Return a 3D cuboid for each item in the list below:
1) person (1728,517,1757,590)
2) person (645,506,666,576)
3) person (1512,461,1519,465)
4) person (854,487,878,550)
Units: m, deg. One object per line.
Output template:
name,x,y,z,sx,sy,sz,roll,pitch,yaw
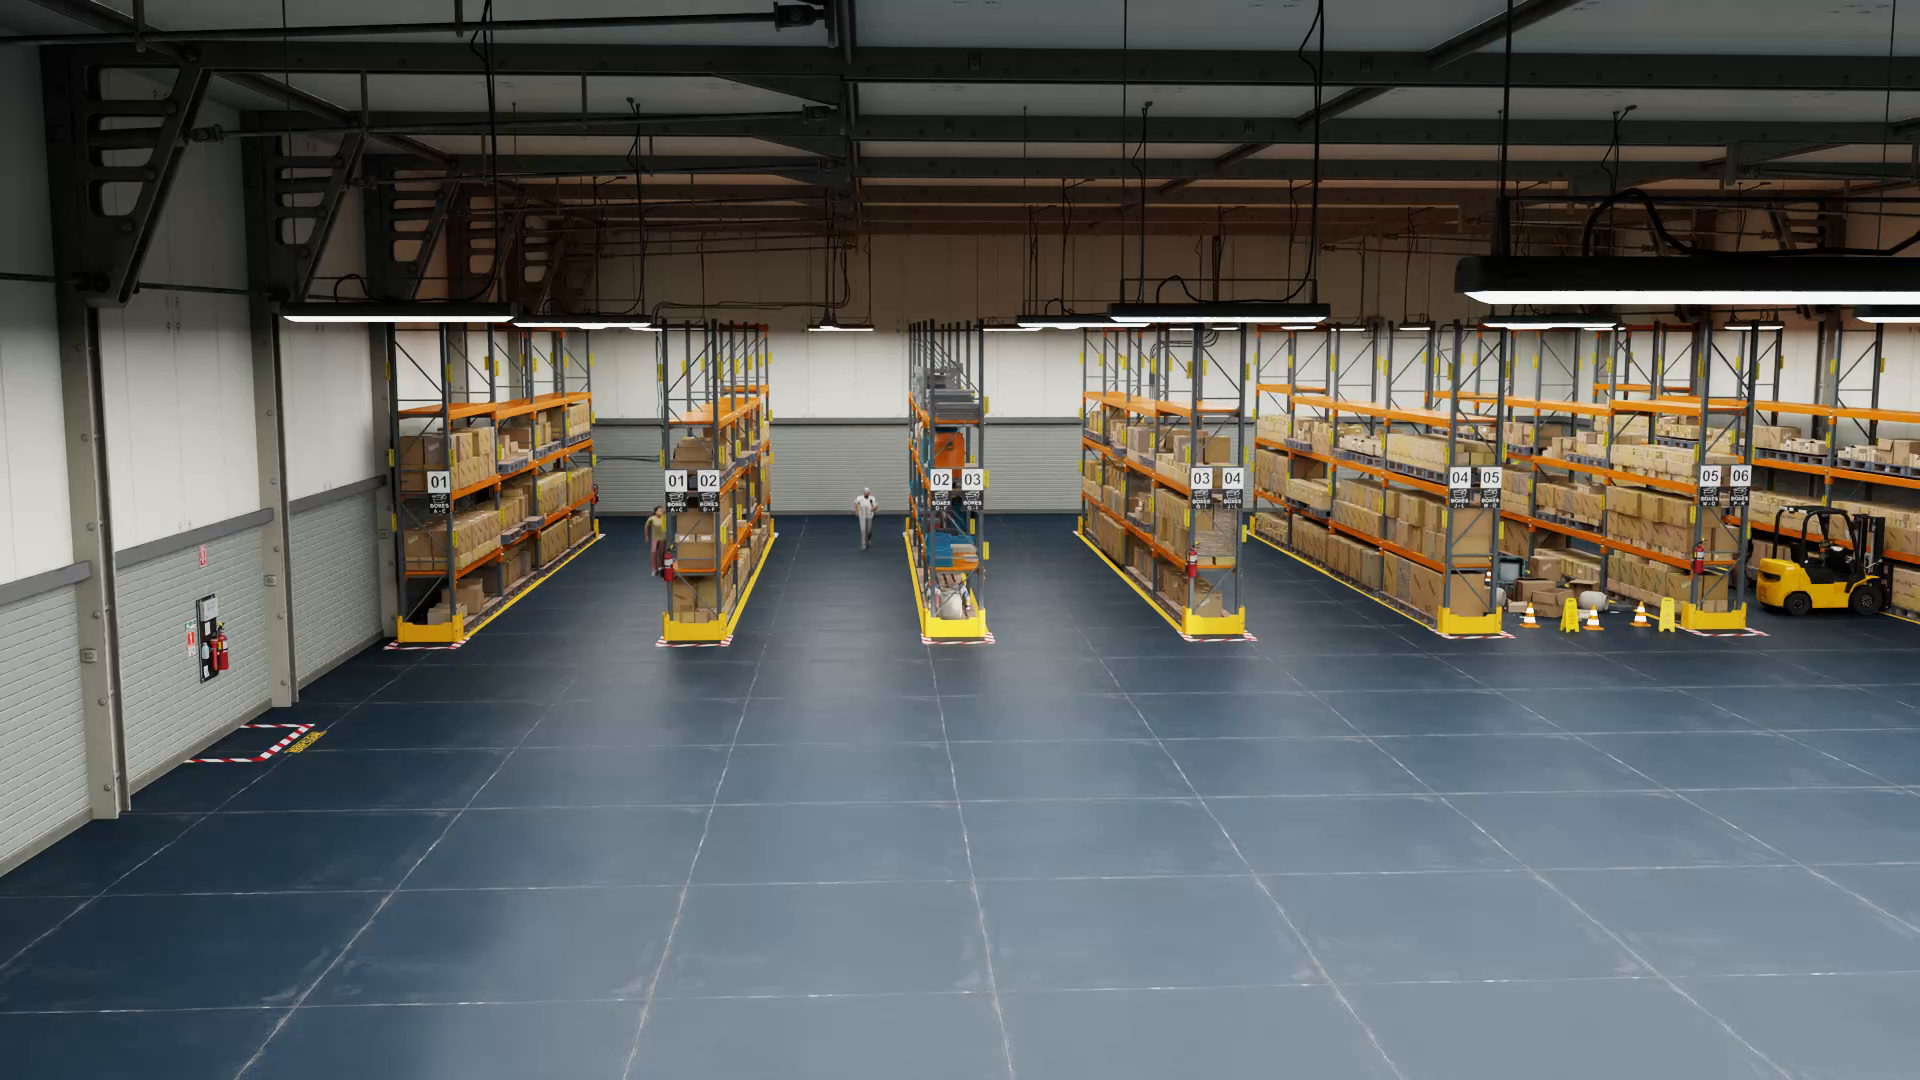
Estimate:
person,17.586,0.284,37.394,0.639,1.690,0.567,7,10,44
person,-7.272,0.004,39.929,0.577,1.670,0.932,0,7,-2
person,17.521,-1.621,52.292,0.561,1.747,0.566,-3,8,-20
person,-2.509,-0.603,44.440,0.648,1.617,1.028,0,7,-2
